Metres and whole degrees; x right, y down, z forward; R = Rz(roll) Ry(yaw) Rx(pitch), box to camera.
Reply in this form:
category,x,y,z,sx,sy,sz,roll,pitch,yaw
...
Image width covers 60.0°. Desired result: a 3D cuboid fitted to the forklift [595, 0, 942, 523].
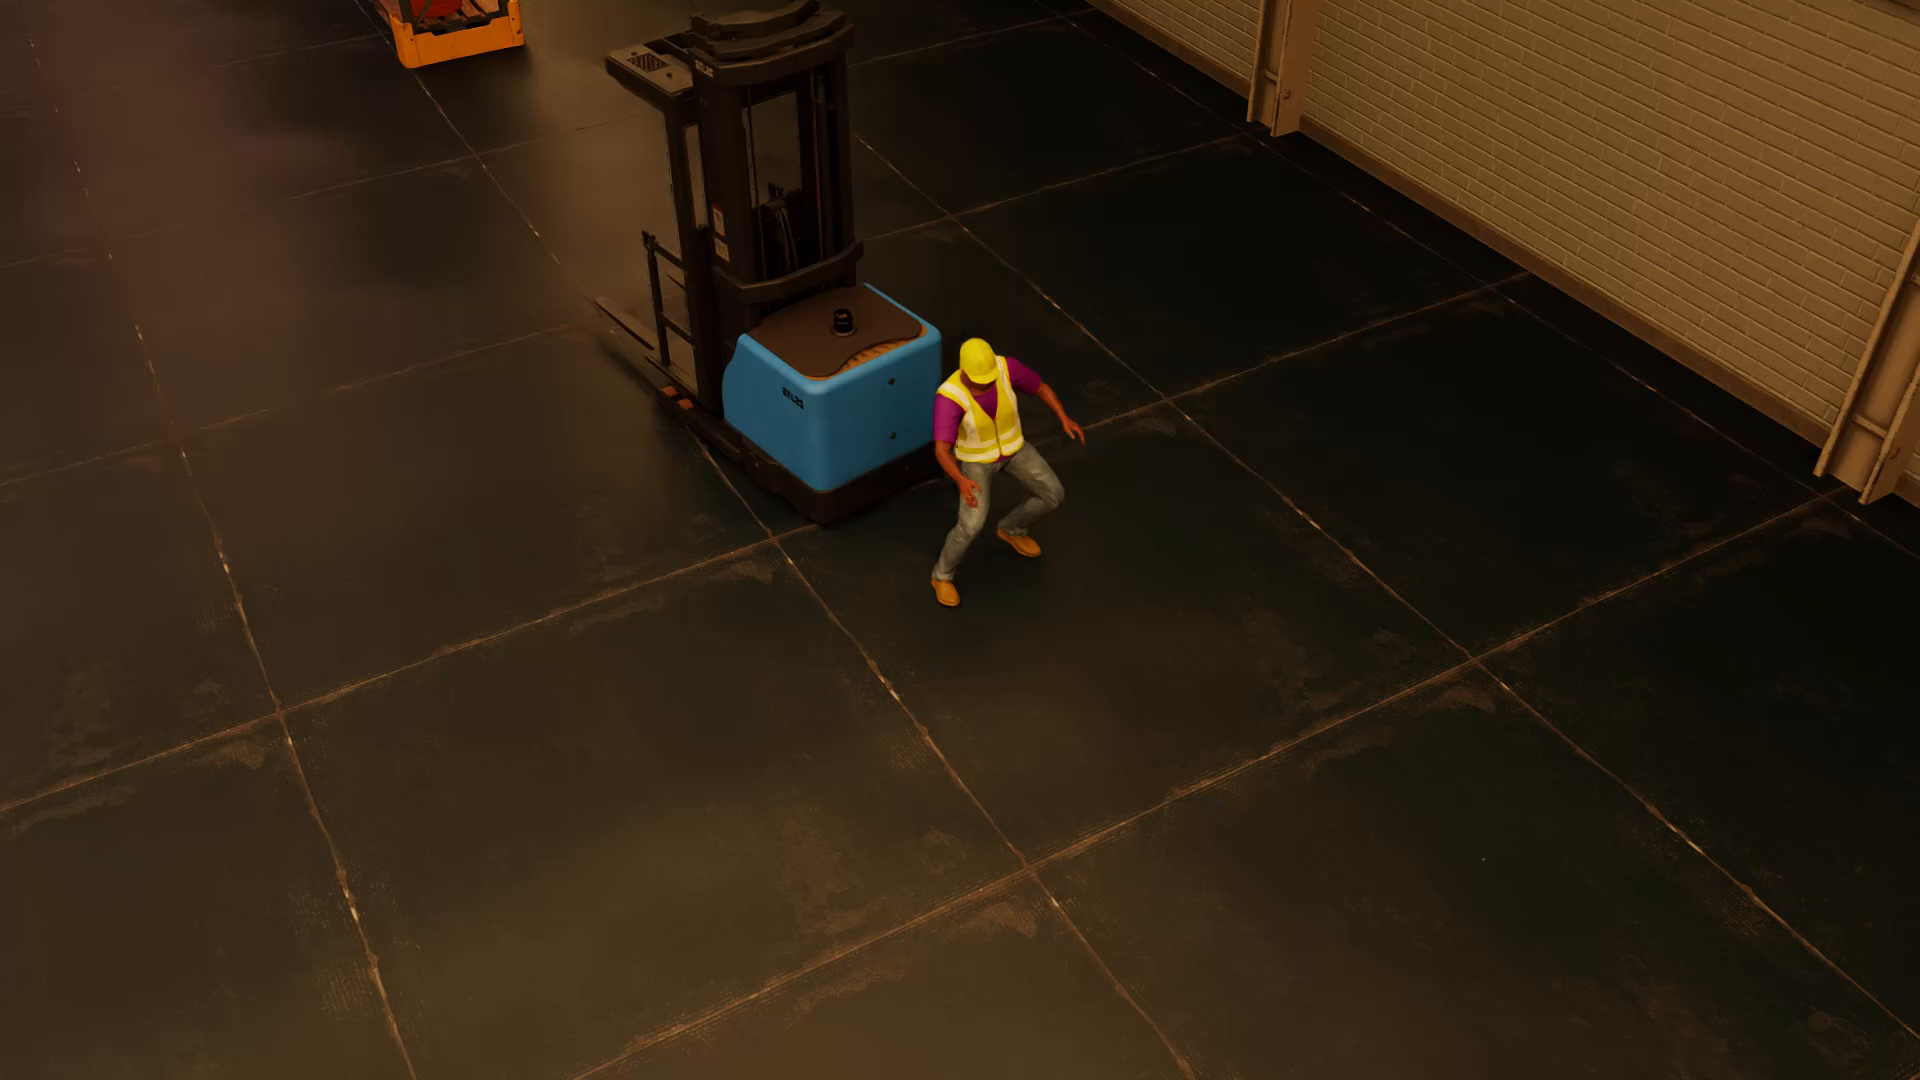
category,x,y,z,sx,sy,sz,roll,pitch,yaw
forklift,-1.428,-2.106,10.575,1.130,2.935,3.031,-28,47,-30

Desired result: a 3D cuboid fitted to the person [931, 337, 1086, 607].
category,x,y,z,sx,sy,sz,roll,pitch,yaw
person,0.234,-0.444,9.631,0.957,1.585,0.761,-18,43,-21
